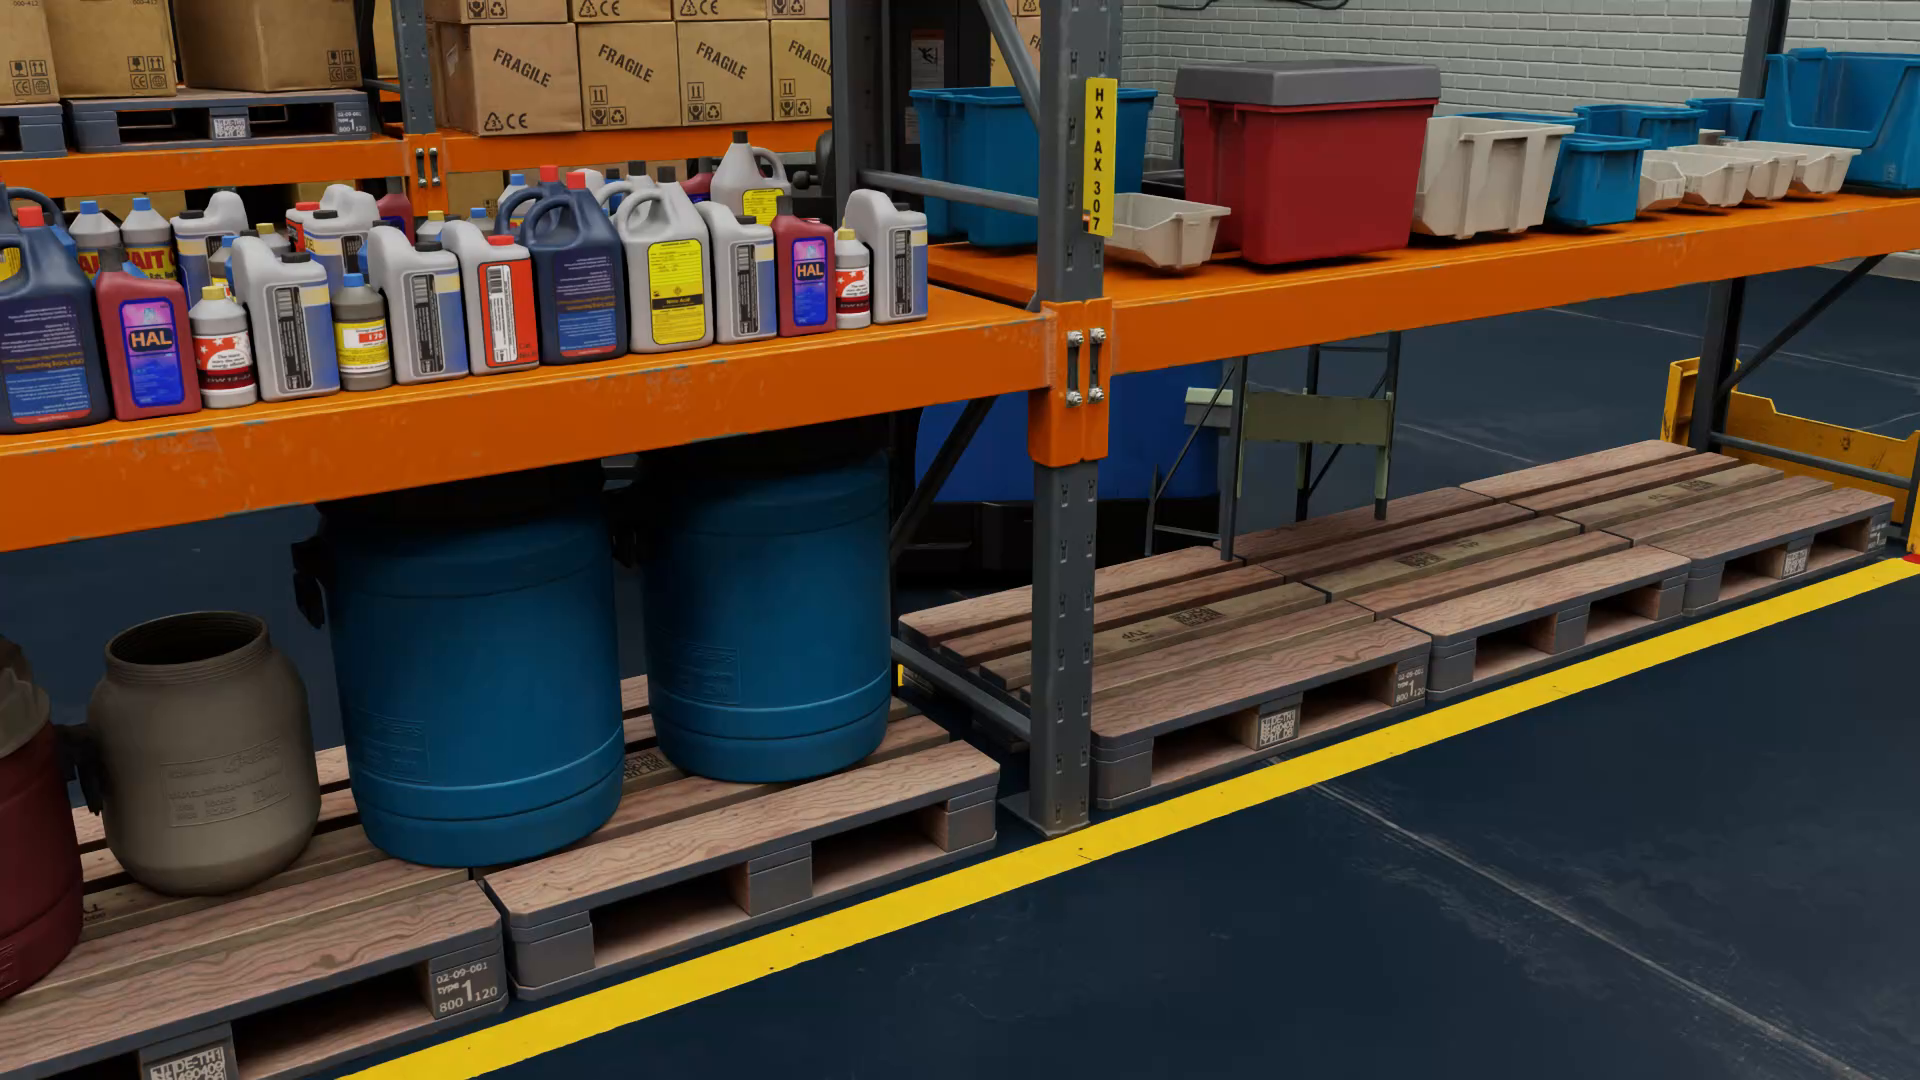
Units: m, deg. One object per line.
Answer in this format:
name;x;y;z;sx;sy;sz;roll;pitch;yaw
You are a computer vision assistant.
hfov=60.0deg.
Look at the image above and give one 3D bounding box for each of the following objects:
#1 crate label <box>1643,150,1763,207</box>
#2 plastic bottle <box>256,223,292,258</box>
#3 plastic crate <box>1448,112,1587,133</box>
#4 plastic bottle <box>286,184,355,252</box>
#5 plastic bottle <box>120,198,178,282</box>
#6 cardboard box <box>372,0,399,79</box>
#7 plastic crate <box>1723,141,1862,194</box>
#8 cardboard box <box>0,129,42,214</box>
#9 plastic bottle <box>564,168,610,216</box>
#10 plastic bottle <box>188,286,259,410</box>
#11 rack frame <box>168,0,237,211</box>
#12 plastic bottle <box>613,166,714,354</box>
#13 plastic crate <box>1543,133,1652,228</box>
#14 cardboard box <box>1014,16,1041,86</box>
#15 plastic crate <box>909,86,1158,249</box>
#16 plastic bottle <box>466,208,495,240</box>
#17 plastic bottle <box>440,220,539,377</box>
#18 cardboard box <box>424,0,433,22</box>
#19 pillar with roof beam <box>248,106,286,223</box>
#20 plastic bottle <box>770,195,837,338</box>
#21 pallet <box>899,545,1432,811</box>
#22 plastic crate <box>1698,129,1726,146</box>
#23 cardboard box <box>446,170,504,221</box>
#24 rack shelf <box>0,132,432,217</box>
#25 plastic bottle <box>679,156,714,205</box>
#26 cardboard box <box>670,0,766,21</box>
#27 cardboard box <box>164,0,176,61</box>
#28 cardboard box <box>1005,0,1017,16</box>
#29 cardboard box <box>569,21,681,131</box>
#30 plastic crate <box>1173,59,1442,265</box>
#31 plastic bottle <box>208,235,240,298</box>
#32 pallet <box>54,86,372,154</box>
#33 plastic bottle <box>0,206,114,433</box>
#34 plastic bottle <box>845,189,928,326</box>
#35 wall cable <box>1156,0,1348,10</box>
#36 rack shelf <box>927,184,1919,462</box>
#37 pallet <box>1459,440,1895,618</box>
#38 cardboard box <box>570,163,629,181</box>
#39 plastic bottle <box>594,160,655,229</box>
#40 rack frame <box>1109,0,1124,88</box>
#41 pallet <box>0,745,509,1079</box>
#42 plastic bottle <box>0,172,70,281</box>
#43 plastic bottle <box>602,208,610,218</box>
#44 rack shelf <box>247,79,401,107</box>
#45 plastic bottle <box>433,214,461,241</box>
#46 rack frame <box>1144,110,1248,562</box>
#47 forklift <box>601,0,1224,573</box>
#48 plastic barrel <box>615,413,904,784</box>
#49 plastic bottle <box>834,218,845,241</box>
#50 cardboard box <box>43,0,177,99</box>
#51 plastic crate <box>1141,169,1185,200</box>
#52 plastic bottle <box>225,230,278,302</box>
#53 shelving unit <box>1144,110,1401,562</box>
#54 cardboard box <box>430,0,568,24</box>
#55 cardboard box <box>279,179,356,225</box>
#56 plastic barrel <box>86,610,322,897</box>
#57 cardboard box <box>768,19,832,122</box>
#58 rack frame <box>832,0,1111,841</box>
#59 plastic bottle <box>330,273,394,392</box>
crate label;2.286;-1.143;5.259;0.243;0.136;0.396;-12;22;-31
plastic bottle;-1.486;-0.579;3.585;0.097;0.201;0.097;0;19;0
plastic crate;1.849;-1.296;5.562;0.300;0.233;0.416;-12;22;-31
plastic bottle;-1.374;-0.628;3.612;0.135;0.276;0.152;-12;22;-31
plastic bottle;-1.680;-0.572;3.453;0.097;0.271;0.097;0;19;0
cardboard box;-4.379;-3.840;12.450;0.700;0.700;0.980;-13;22;-33
plastic crate;2.755;-1.245;5.563;0.243;0.136;0.396;-12;22;-31
cardboard box;-6.665;-2.353;11.223;0.750;0.750;0.750;-11;22;-30
plastic bottle;-0.906;-0.727;3.904;0.135;0.276;0.152;-12;22;-31
plastic bottle;-1.270;-0.334;2.859;0.097;0.201;0.097;0;19;0
rack frame;-5.453;-3.479;11.853;0.127;3.000;1.000;-12;22;-31
plastic bottle;-0.592;-0.557;3.285;0.185;0.351;0.144;-12;22;-31
plastic crate;1.762;-1.053;4.843;0.300;0.233;0.416;-12;22;-31
cardboard box;0.391;-2.755;9.555;0.500;0.500;0.500;-11;22;-30
plastic crate;0.198;-1.024;4.521;0.575;0.384;0.392;-12;22;-31
plastic bottle;-1.099;-0.661;3.826;0.097;0.201;0.097;0;19;0
plastic bottle;-0.882;-0.462;3.120;0.135;0.276;0.152;-12;22;-31
cardboard box;-2.446;-2.834;8.228;0.500;0.500;0.500;-12;22;-31
pillar with roof beam;-2.977;-5.524;8.535;0.400;9.000;9.100;-12;22;-31
plastic bottle;-0.324;-0.565;3.415;0.133;0.283;0.061;-12;22;-31
pallet;0.588;0.352;4.875;1.213;0.211;1.003;-12;22;-31
plastic crate;2.635;-1.448;6.161;0.298;0.136;0.250;-12;22;-31
cardboard box;-3.921;-2.776;13.019;0.500;0.500;0.700;-11;22;-30
rack shelf;-4.396;-1.462;7.009;4.000;0.370;1.077;-12;22;-31
plastic bottle;-0.657;-0.800;4.110;0.133;0.283;0.061;-12;22;-31
cardboard box;-1.317;-2.865;8.319;0.500;0.500;0.500;-13;22;-33
cardboard box;-5.700;-3.528;11.346;0.500;0.500;0.500;-12;22;-32
cardboard box;-0.027;-3.139;9.130;0.500;0.500;0.500;-11;22;-30
cardboard box;-1.724;-2.310;8.239;0.500;0.500;0.500;-11;22;-30
plastic crate;0.879;-0.978;4.261;0.583;0.464;0.402;-12;22;-31
plastic bottle;-1.484;-0.522;3.414;0.097;0.201;0.097;0;19;0
pallet;-3.453;-1.952;7.636;1.213;0.211;1.003;-12;22;-31
plastic bottle;-1.512;-0.363;2.711;0.185;0.351;0.144;-12;22;-31
plastic bottle;-0.156;-0.615;3.573;0.135;0.276;0.152;-12;22;-31
wall cable;2.808;-6.456;16.137;0.112;2.526;3.097;-12;22;-31
rack shelf;1.666;-0.841;5.172;4.000;0.370;1.077;-12;22;-31
pallet;2.626;-0.078;6.146;1.213;0.211;1.003;-12;22;-31
cardboard box;-3.060;-2.960;13.565;0.500;0.500;0.700;-12;22;-32
plastic bottle;-0.672;-0.595;3.399;0.185;0.351;0.144;-12;22;-31
rack frame;0.615;-2.860;10.020;0.127;3.000;1.000;-12;22;-31
pallet;-1.692;0.833;3.453;1.213;0.211;1.003;-12;22;-31
plastic bottle;-1.866;-0.561;3.298;0.185;0.351;0.144;-12;22;-31
plastic bottle;-0.822;-0.661;3.827;0.097;0.201;0.097;0;19;0
rack shelf;-3.783;-3.491;13.010;4.000;0.370;1.077;-12;22;-31
plastic bottle;-0.966;-0.489;3.210;0.097;0.271;0.097;0;19;0
rack frame;0.801;-0.667;5.478;0.023;1.500;0.400;-1;7;-36
forklift;-0.628;-1.379;5.747;3.031;2.935;1.130;-1;19;-3
plastic barrel;-0.468;0.057;4.013;0.708;0.901;0.600;-12;22;-31
plastic bottle;-0.240;-0.609;3.674;0.097;0.201;0.097;0;19;0
cardboard box;-3.784;-2.240;7.374;0.500;0.500;0.700;-8;20;-23
plastic crate;0.783;-0.997;4.845;0.590;0.125;0.437;-12;22;-31
plastic bottle;-1.272;-0.425;3.019;0.097;0.271;0.097;0;19;0
shelving unit;1.099;-0.670;5.692;0.755;1.500;0.431;-1;7;-36
cardboard box;-2.177;-2.684;7.782;0.500;0.500;0.500;-11;22;-30
cardboard box;-4.772;-2.598;12.494;0.500;0.500;0.700;-12;22;-31
plastic barrel;-1.580;0.442;3.483;0.421;0.512;0.421;0;19;0
cardboard box;-0.881;-2.488;8.764;0.500;0.500;0.500;-12;22;-32
rack frame;-0.005;-0.829;4.015;0.127;3.000;1.000;-12;22;-31
plastic bottle;-1.076;-0.375;2.980;0.097;0.201;0.097;0;19;0
